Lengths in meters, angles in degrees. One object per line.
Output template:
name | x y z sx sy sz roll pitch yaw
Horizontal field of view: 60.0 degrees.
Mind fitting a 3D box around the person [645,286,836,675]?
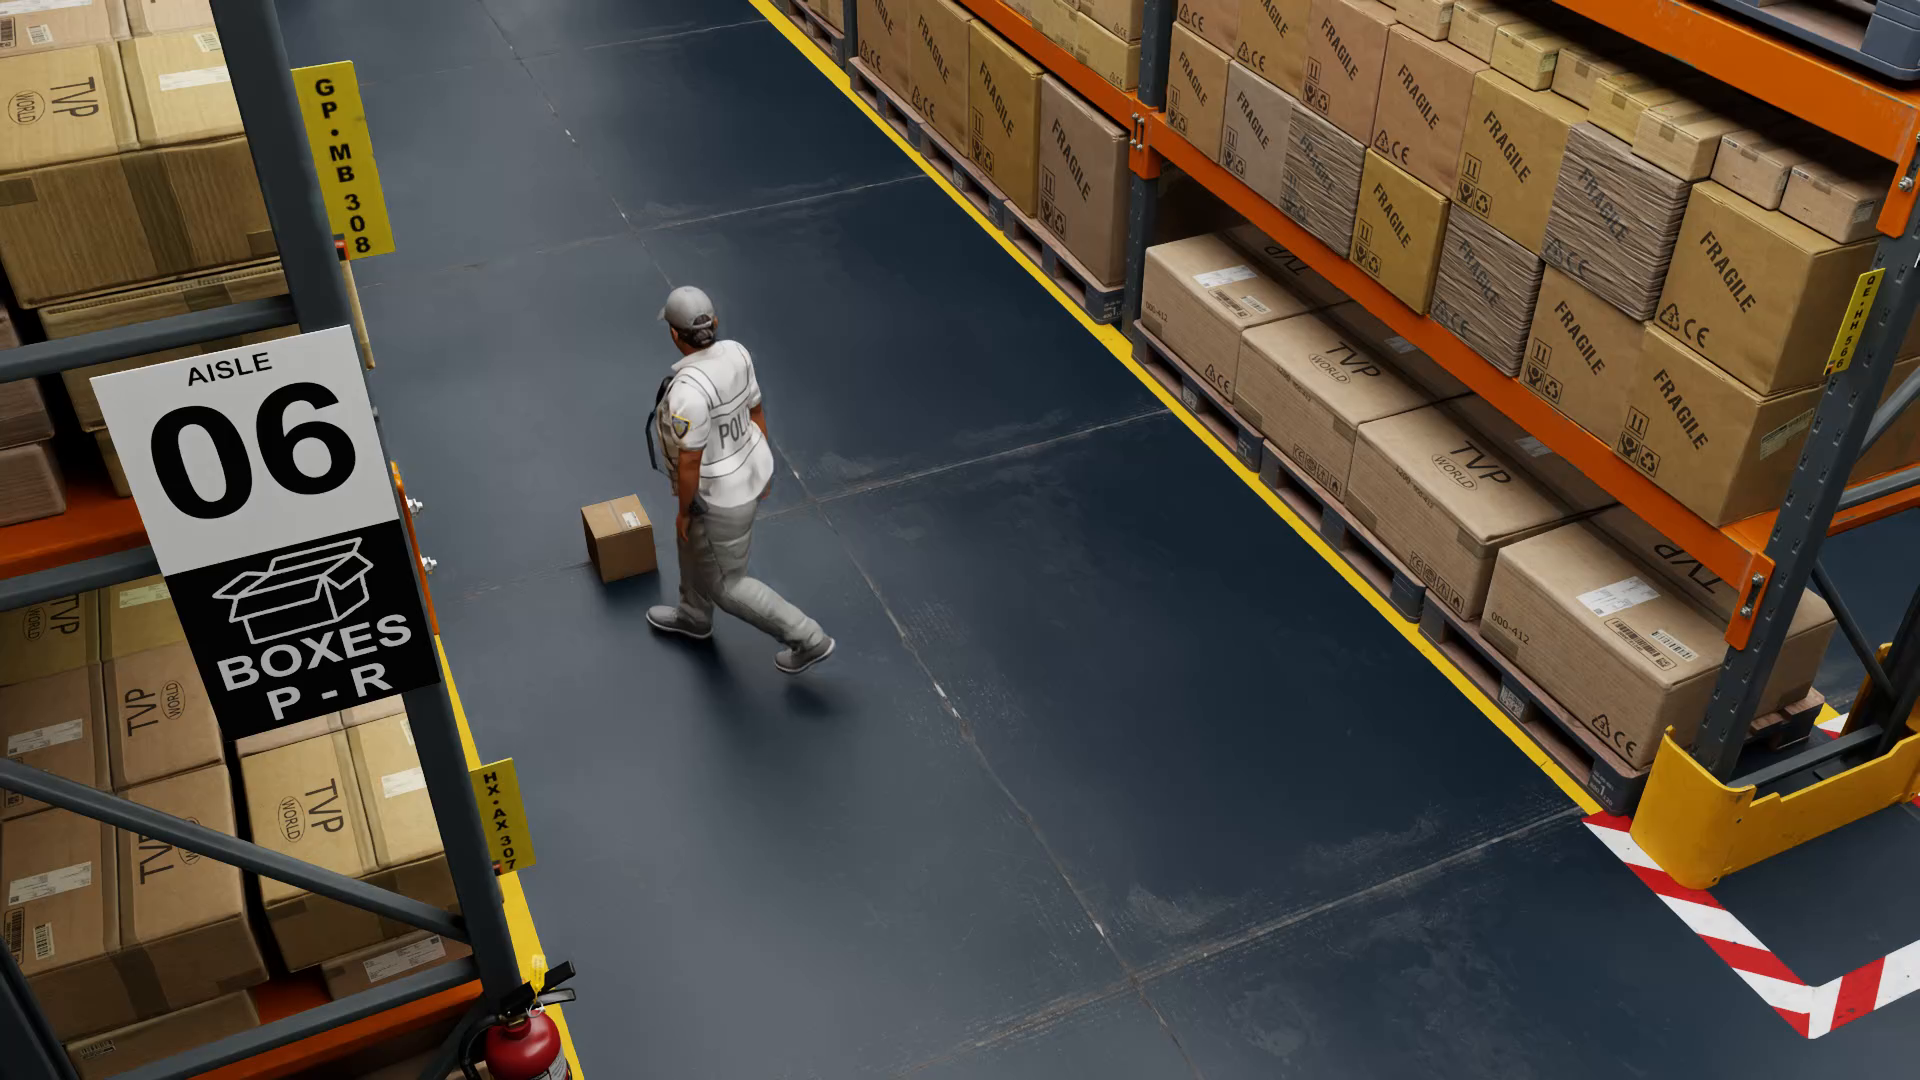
person | -0.892 -0.211 6.427 0.906 1.624 0.488 9 38 12
